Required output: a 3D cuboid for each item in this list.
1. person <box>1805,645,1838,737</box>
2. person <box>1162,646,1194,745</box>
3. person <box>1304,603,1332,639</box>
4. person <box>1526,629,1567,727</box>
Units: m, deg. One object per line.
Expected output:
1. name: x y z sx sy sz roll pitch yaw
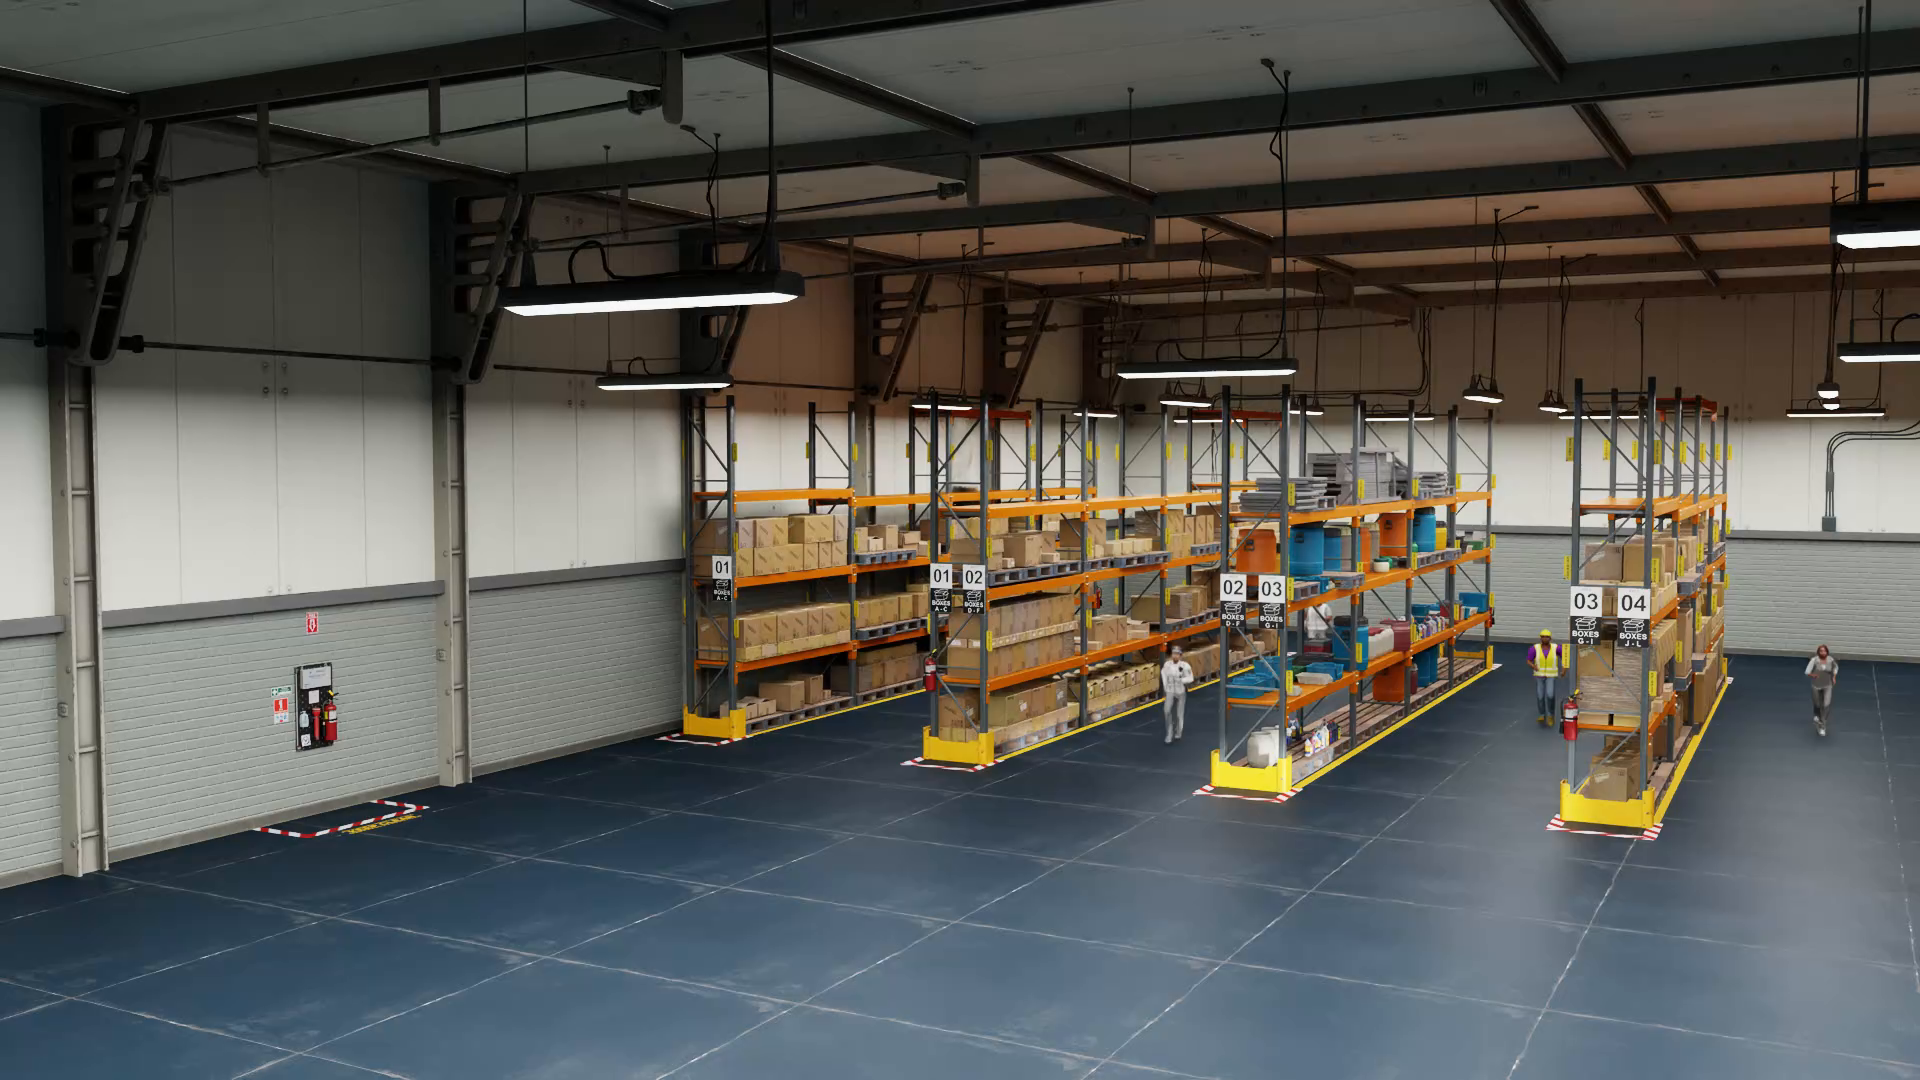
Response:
1. person: 15.358 2.667 29.654 0.553 1.630 0.857 1 3 21
2. person: 3.738 2.661 28.647 0.595 1.716 0.755 1 3 16
3. person: 8.184 2.091 38.115 0.670 1.830 0.866 1 3 15
4. person: 10.740 2.532 30.462 0.722 1.791 0.698 1 3 23
